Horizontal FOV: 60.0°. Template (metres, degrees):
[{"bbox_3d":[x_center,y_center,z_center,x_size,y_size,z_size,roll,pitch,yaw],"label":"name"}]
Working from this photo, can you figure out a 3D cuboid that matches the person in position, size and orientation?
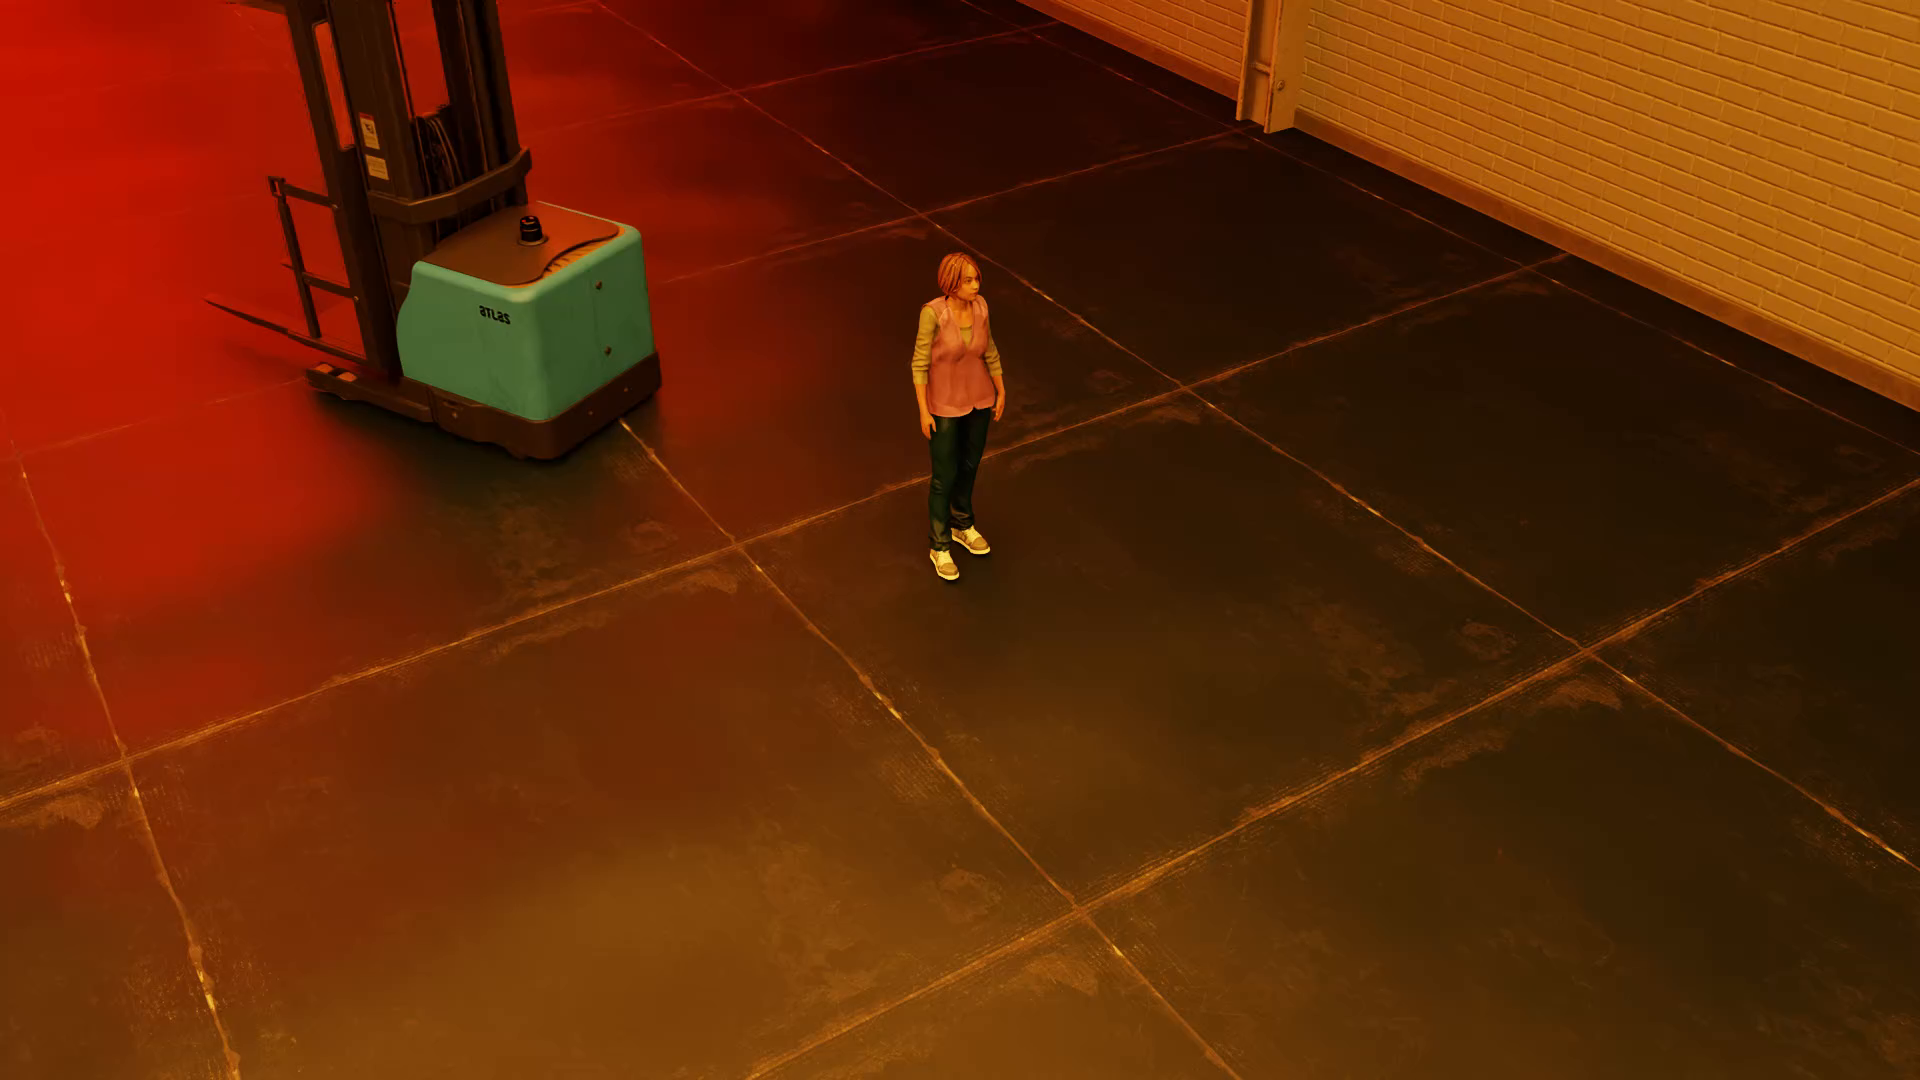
[{"bbox_3d":[0.029,-0.619,8.177,0.521,1.599,0.473,-21,40,-27],"label":"person"}]

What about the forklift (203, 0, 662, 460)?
[{"bbox_3d":[-3.303,-2.266,9.372,3.031,2.935,1.130,19,39,25],"label":"forklift"}]
